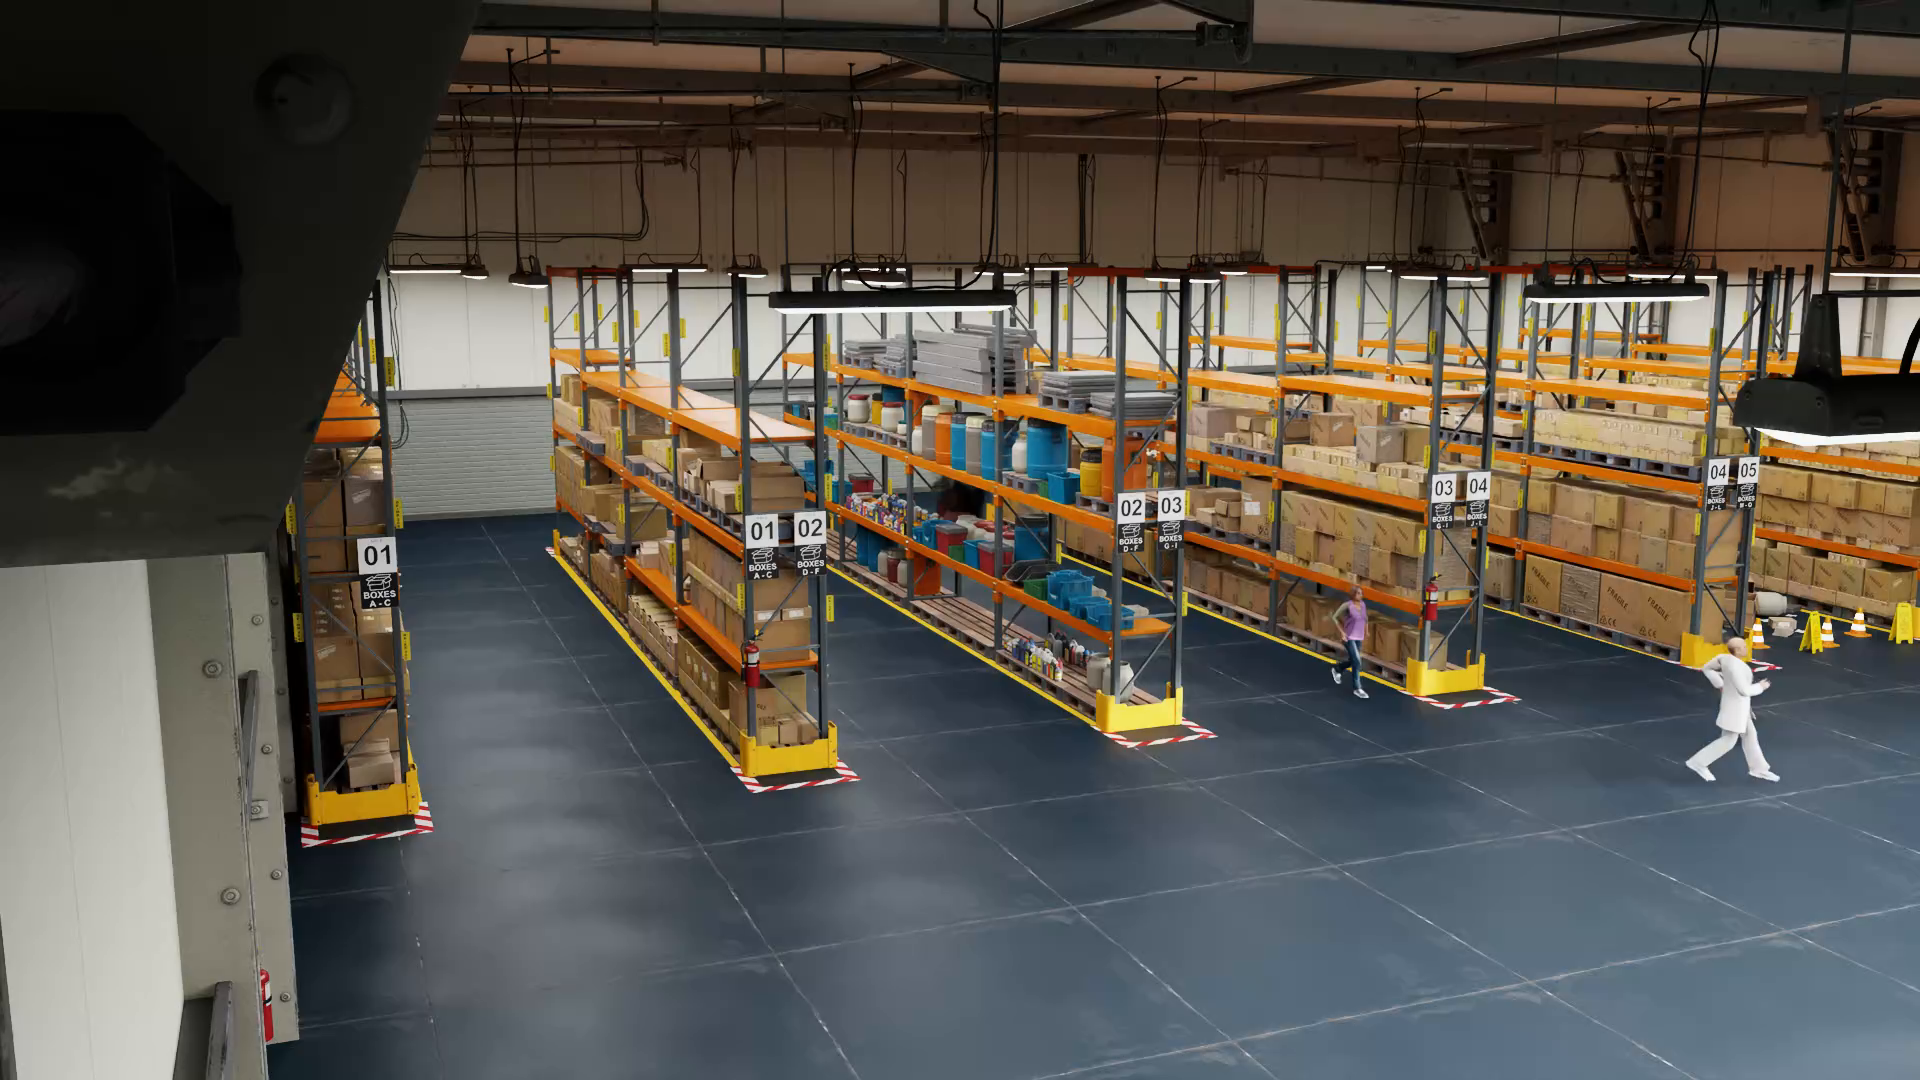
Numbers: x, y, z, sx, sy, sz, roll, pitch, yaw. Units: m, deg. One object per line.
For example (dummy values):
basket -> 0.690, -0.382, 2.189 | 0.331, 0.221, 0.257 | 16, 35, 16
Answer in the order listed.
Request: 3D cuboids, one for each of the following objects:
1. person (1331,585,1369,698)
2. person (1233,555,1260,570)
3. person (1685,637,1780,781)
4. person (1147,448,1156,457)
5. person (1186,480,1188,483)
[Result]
person -> 5.610, 1.422, 23.920 | 0.554, 1.592, 0.803 | -6, 11, -29
person -> 5.627, -0.166, 32.445 | 0.709, 1.747, 0.965 | -4, 11, -24
person -> 9.281, 2.019, 19.844 | 1.116, 1.758, 0.731 | 2, 10, 12
person -> 4.535, -1.604, 40.698 | 0.950, 1.746, 0.709 | -9, 13, -43
person -> 4.561, -0.688, 35.393 | 0.677, 1.835, 0.909 | -5, 11, -28
